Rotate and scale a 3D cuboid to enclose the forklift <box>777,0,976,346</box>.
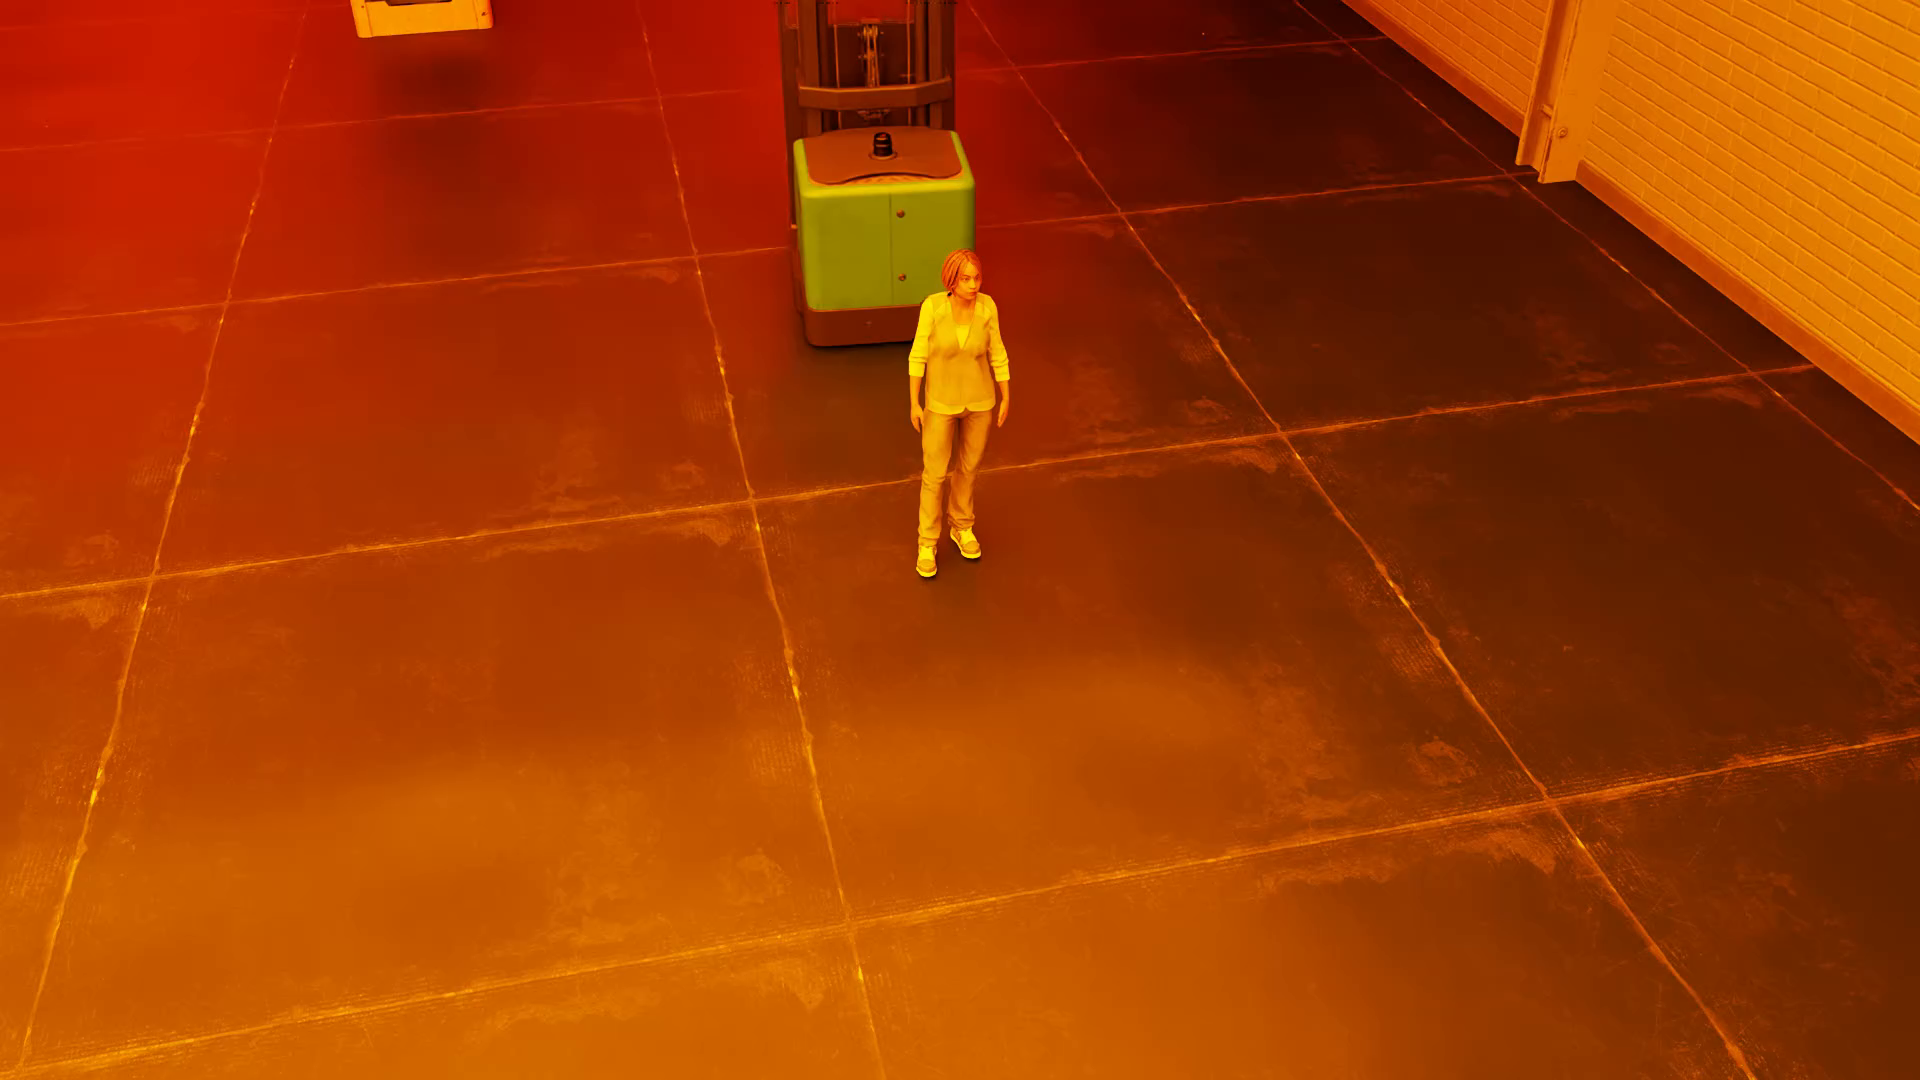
[{"bbox_3d":[-0.609,-3.212,10.514,1.130,2.935,3.031,-5,36,-6],"label":"forklift"}]

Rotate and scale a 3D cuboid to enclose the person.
[{"bbox_3d":[0.003,-0.572,8.054,0.521,1.507,0.473,-8,36,-11],"label":"person"}]
